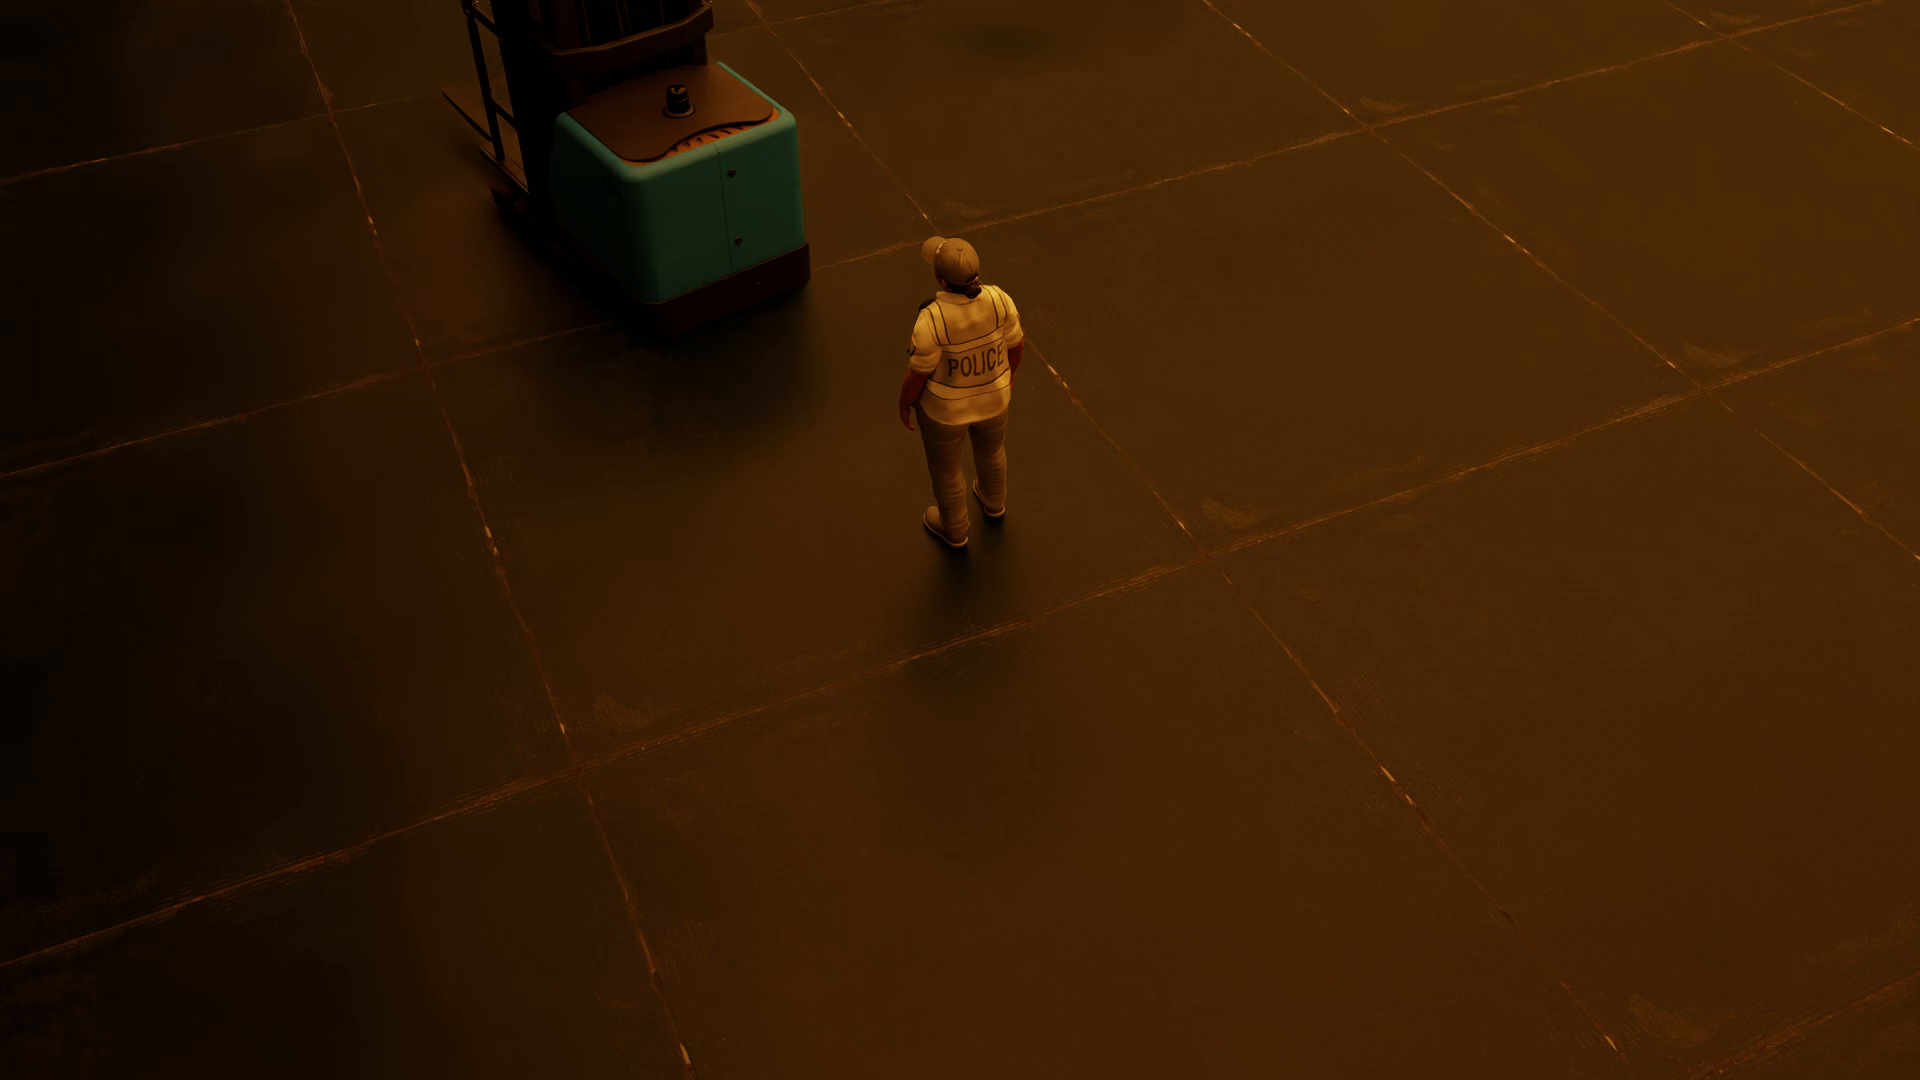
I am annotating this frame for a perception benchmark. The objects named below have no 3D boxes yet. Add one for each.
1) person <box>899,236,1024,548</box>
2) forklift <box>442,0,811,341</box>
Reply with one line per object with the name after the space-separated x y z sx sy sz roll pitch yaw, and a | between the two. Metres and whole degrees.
-0.011 -0.669 7.312 0.598 1.670 0.529 -18 46 -18 | person
-2.120 -3.089 8.990 1.130 2.935 3.031 -27 49 -26 | forklift
